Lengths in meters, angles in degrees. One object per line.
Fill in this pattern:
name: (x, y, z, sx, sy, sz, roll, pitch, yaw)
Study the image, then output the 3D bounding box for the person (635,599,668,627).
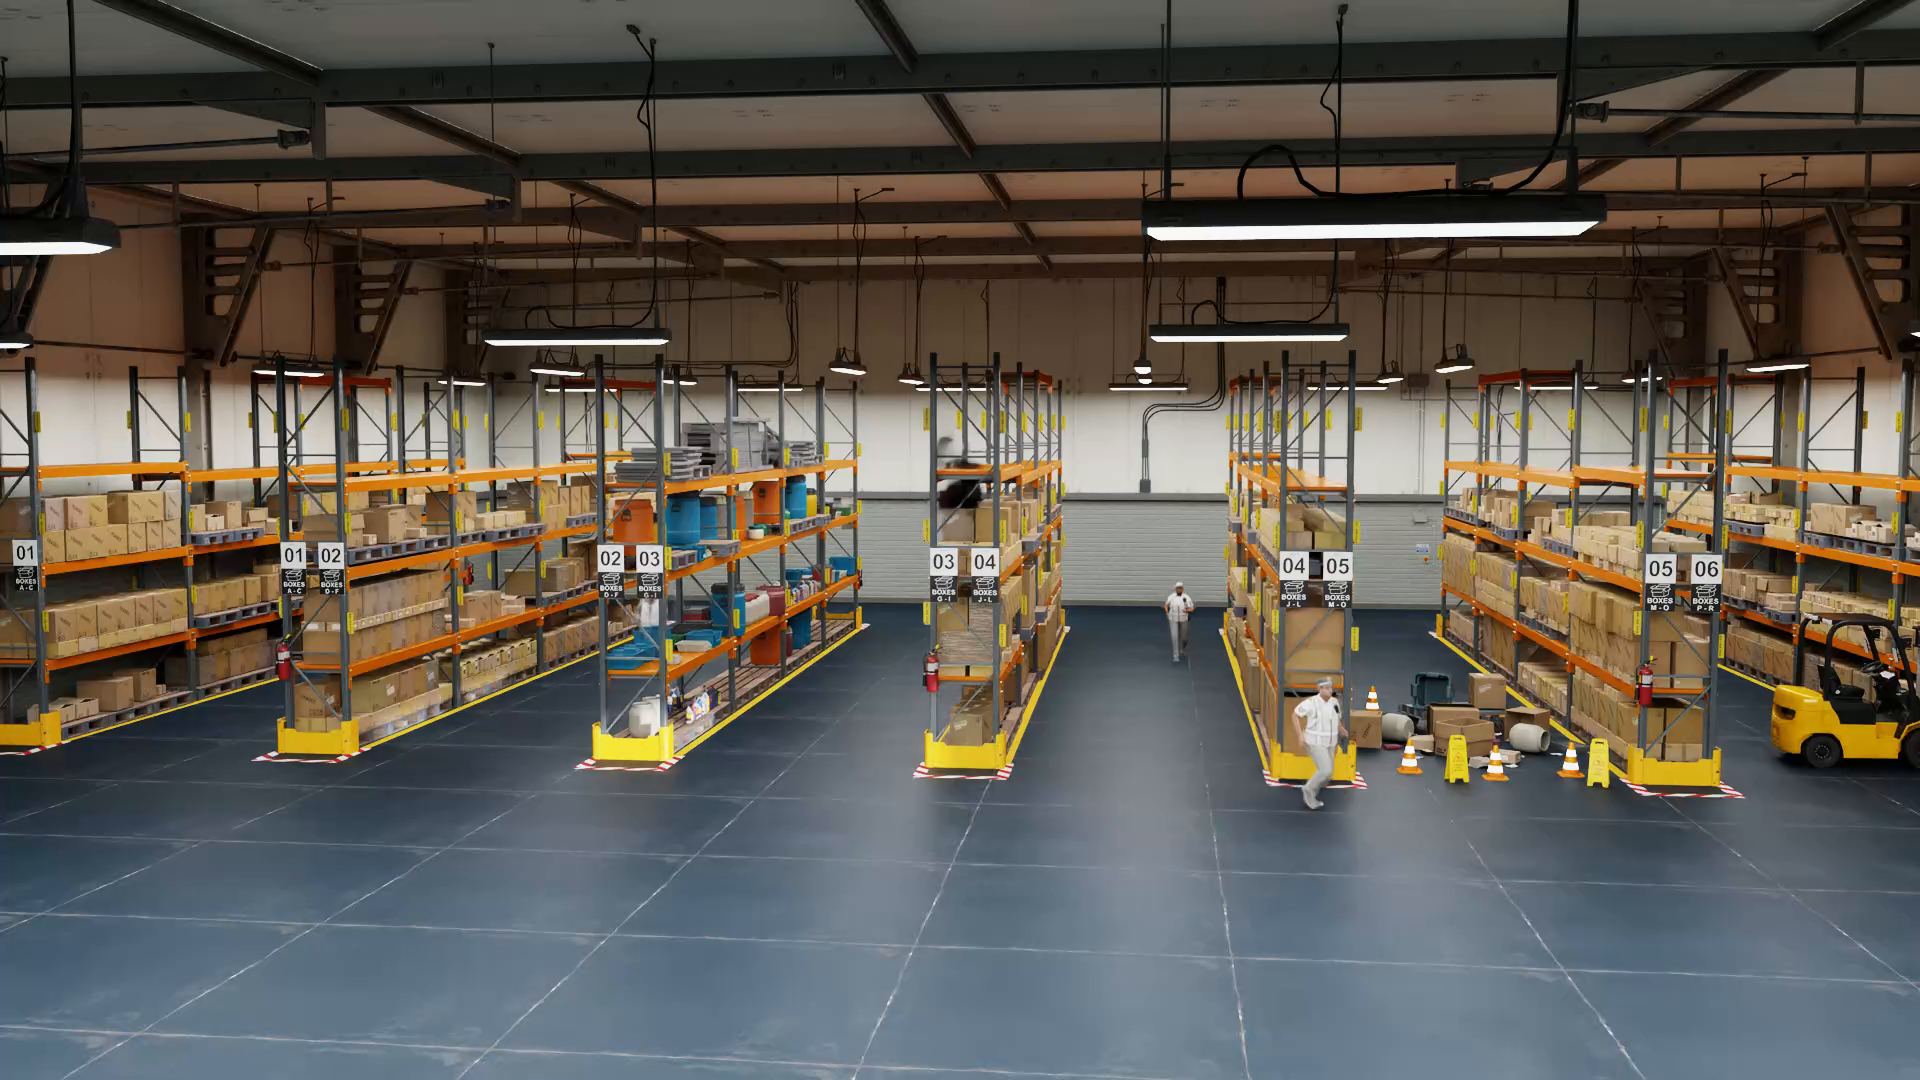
person: (-6.214, 1.765, 33.548, 0.655, 1.744, 0.815, 0, 4, -4)

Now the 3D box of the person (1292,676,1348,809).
person: (4.681, 2.611, 21.392, 0.641, 1.739, 0.732, -3, 5, -32)

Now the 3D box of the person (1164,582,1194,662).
person: (4.595, 1.707, 34.918, 0.619, 1.639, 0.859, 0, 4, 6)
